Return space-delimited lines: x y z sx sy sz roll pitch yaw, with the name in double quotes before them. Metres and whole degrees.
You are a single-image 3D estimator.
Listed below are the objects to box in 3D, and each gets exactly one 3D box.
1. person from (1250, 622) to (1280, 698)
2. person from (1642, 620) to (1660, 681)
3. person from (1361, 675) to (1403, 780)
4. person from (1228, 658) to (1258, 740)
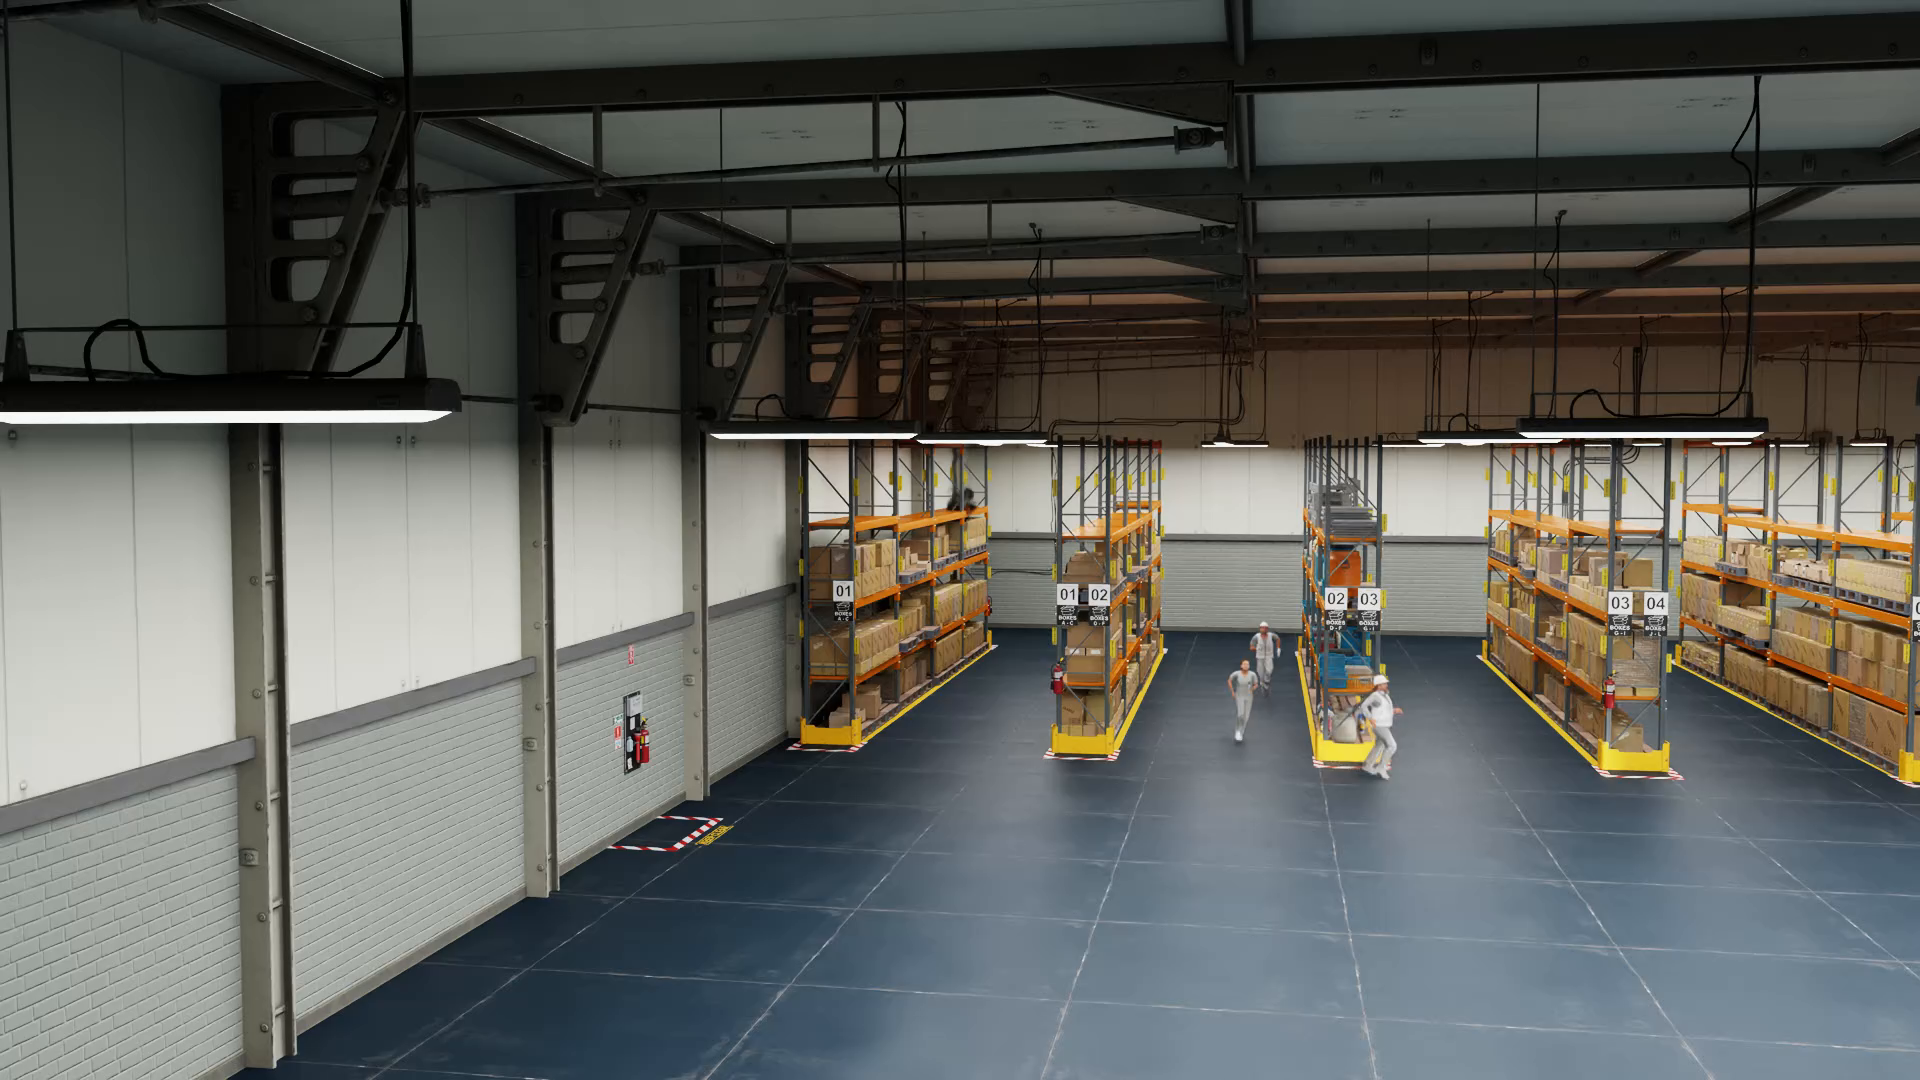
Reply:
"person" 7.037 2.751 38.337 0.696 1.747 0.809 0 3 7
"person" 17.271 2.590 41.440 0.665 1.852 0.775 1 3 13
"person" 7.365 3.271 29.049 0.732 1.815 0.628 2 4 33
"person" 5.562 3.138 32.594 0.560 1.605 0.660 0 3 -2
